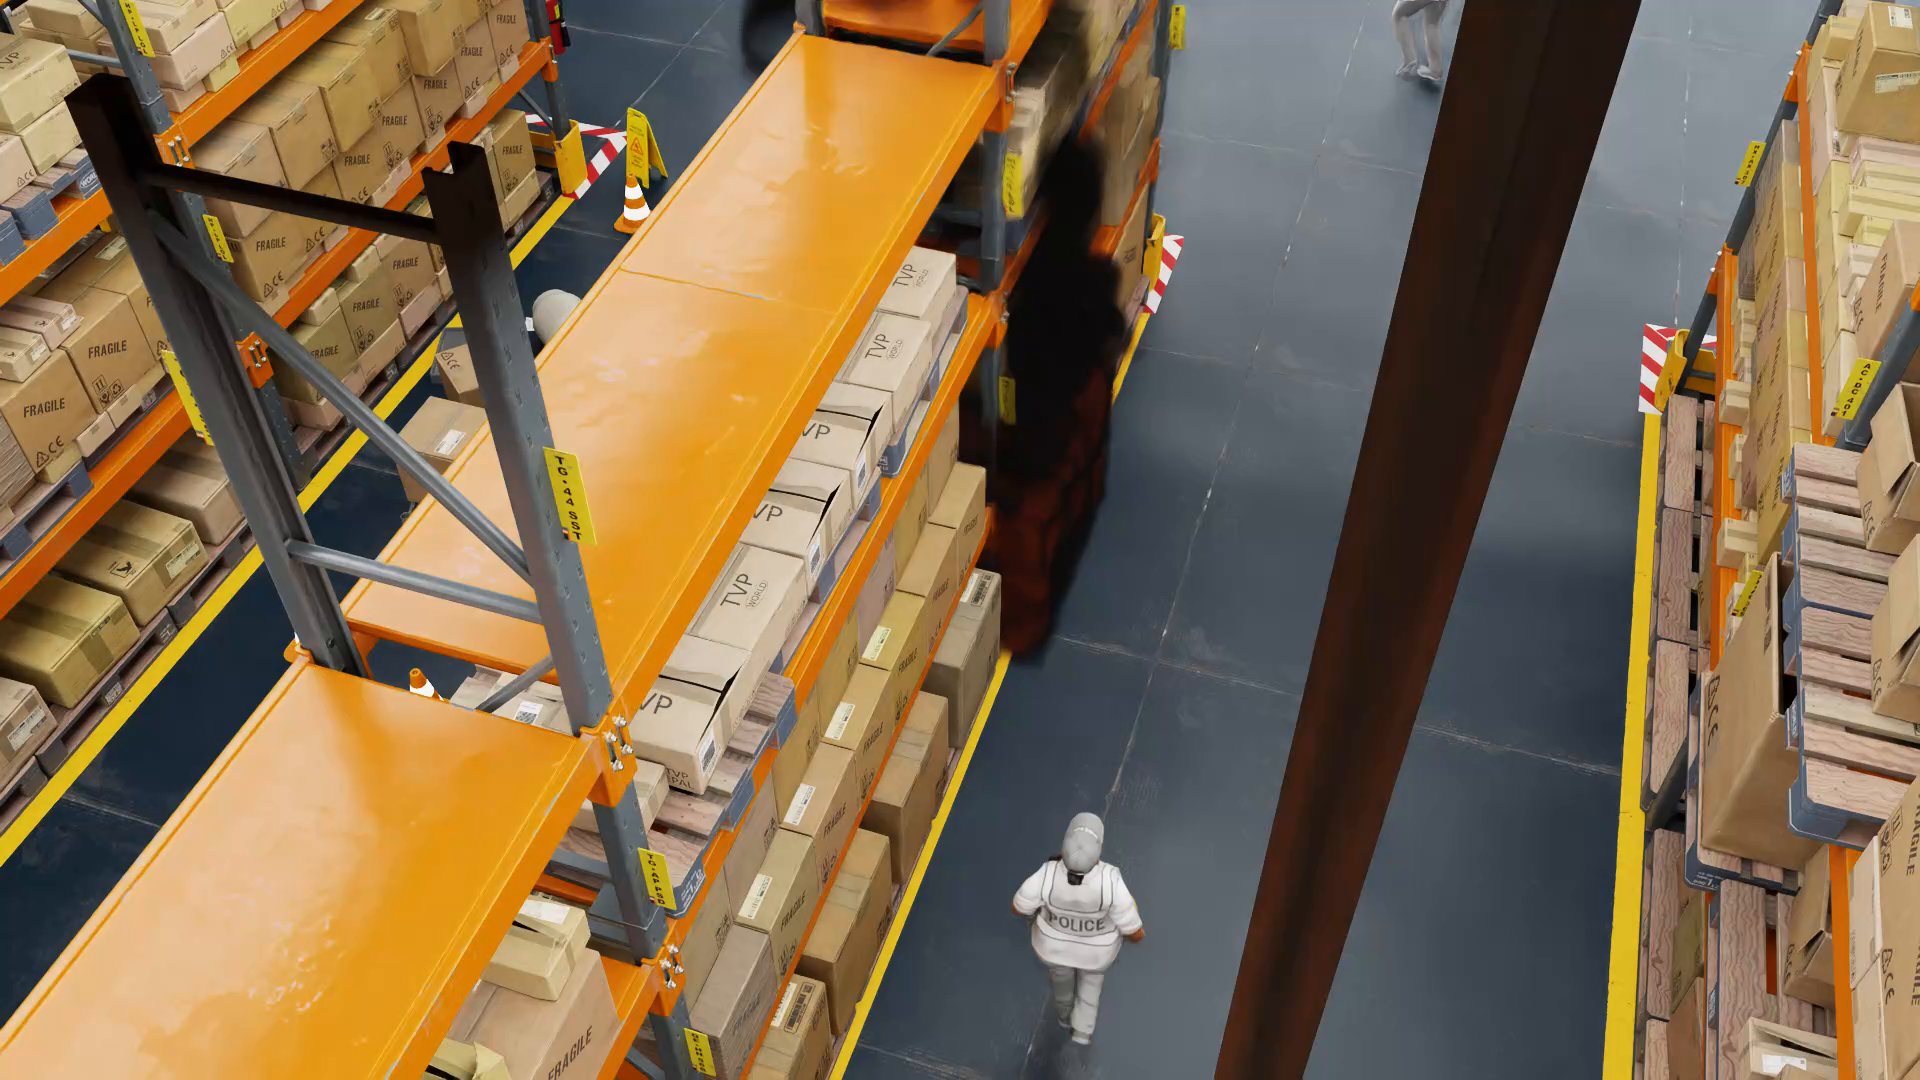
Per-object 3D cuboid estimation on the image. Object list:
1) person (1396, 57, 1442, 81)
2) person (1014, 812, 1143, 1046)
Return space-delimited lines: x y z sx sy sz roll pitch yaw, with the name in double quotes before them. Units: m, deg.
"person" 4.135 -4.882 14.744 0.587 1.721 0.686 -24 50 -22
"person" 0.549 1.858 7.791 0.580 1.609 0.505 7 46 6
